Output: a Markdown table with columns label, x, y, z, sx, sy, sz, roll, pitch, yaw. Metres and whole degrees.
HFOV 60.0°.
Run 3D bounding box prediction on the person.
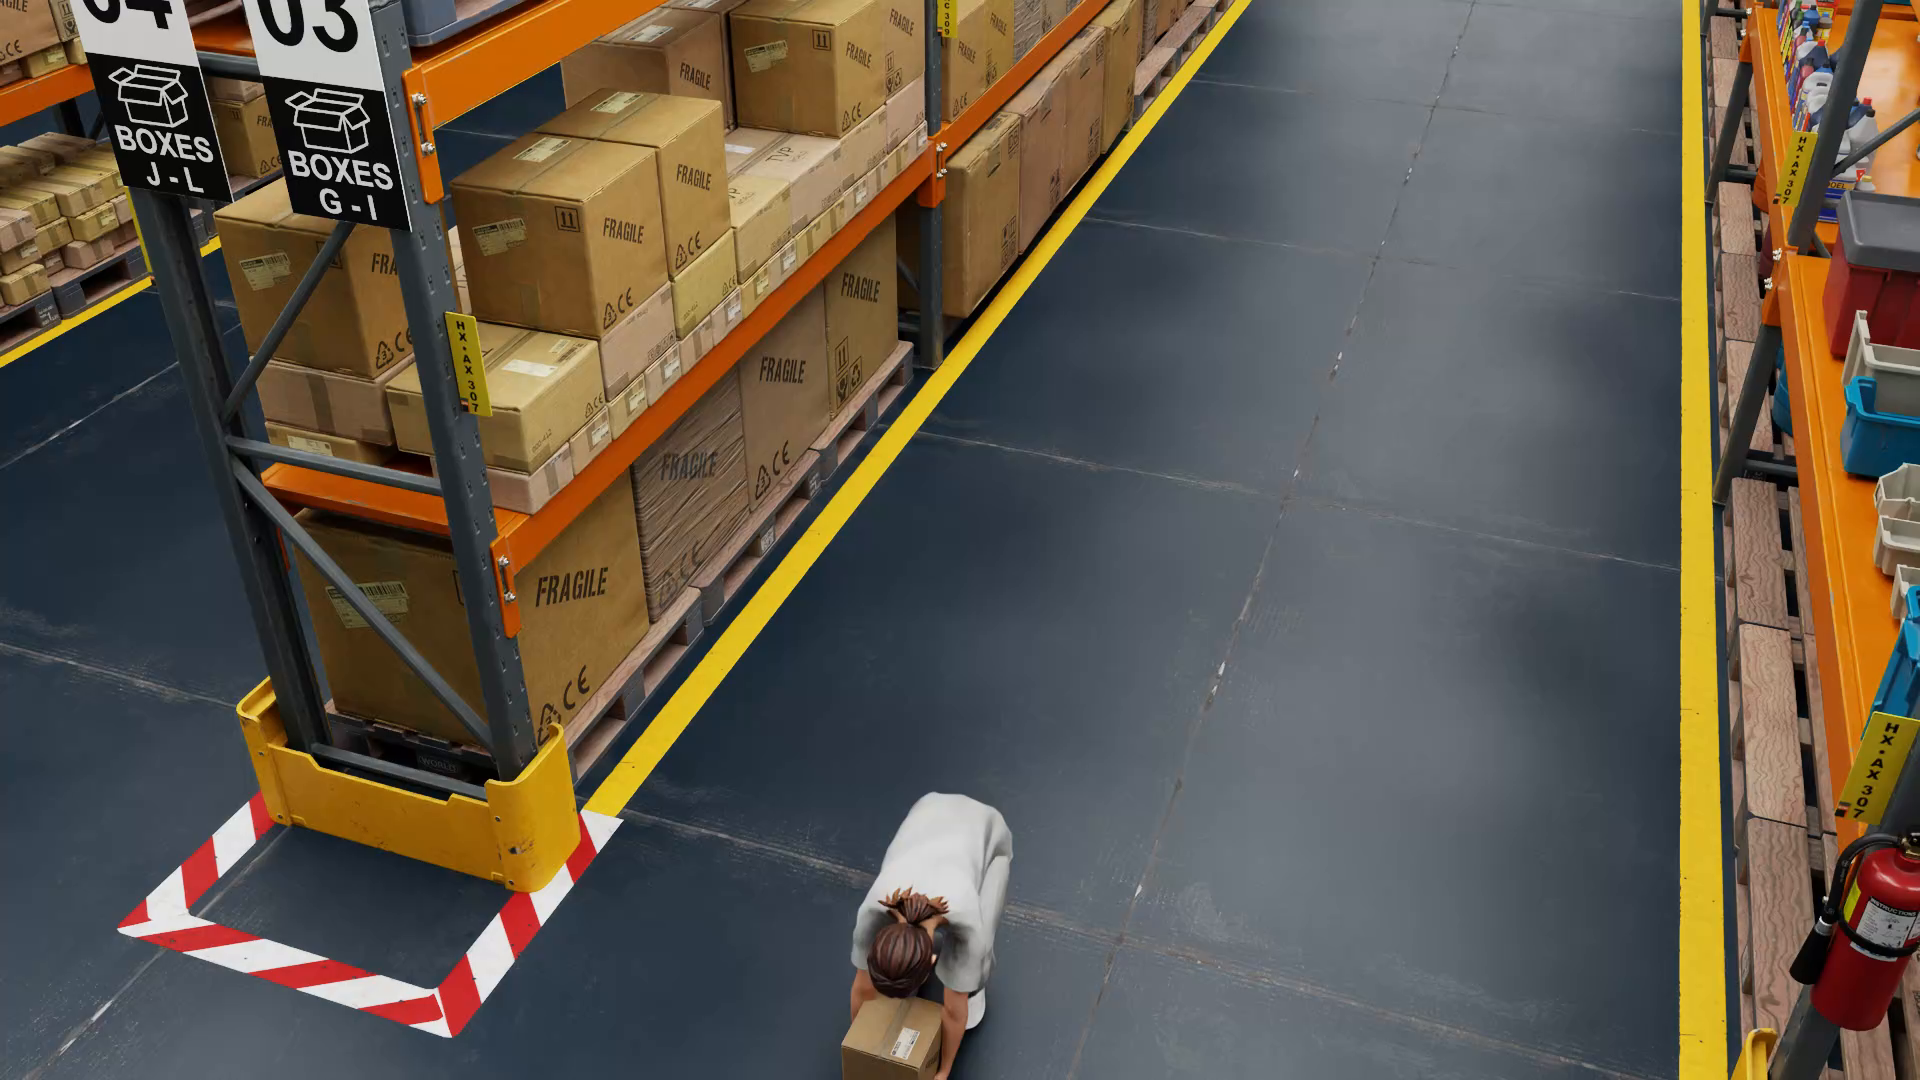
| label | x | y | z | sx | sy | sz | roll | pitch | yaw |
| --- | --- | --- | --- | --- | --- | --- | --- | --- | --- |
| person | -0.092 | 1.218 | 5.144 | 0.436 | 0.770 | 0.862 | 10 | 35 | 15 |
